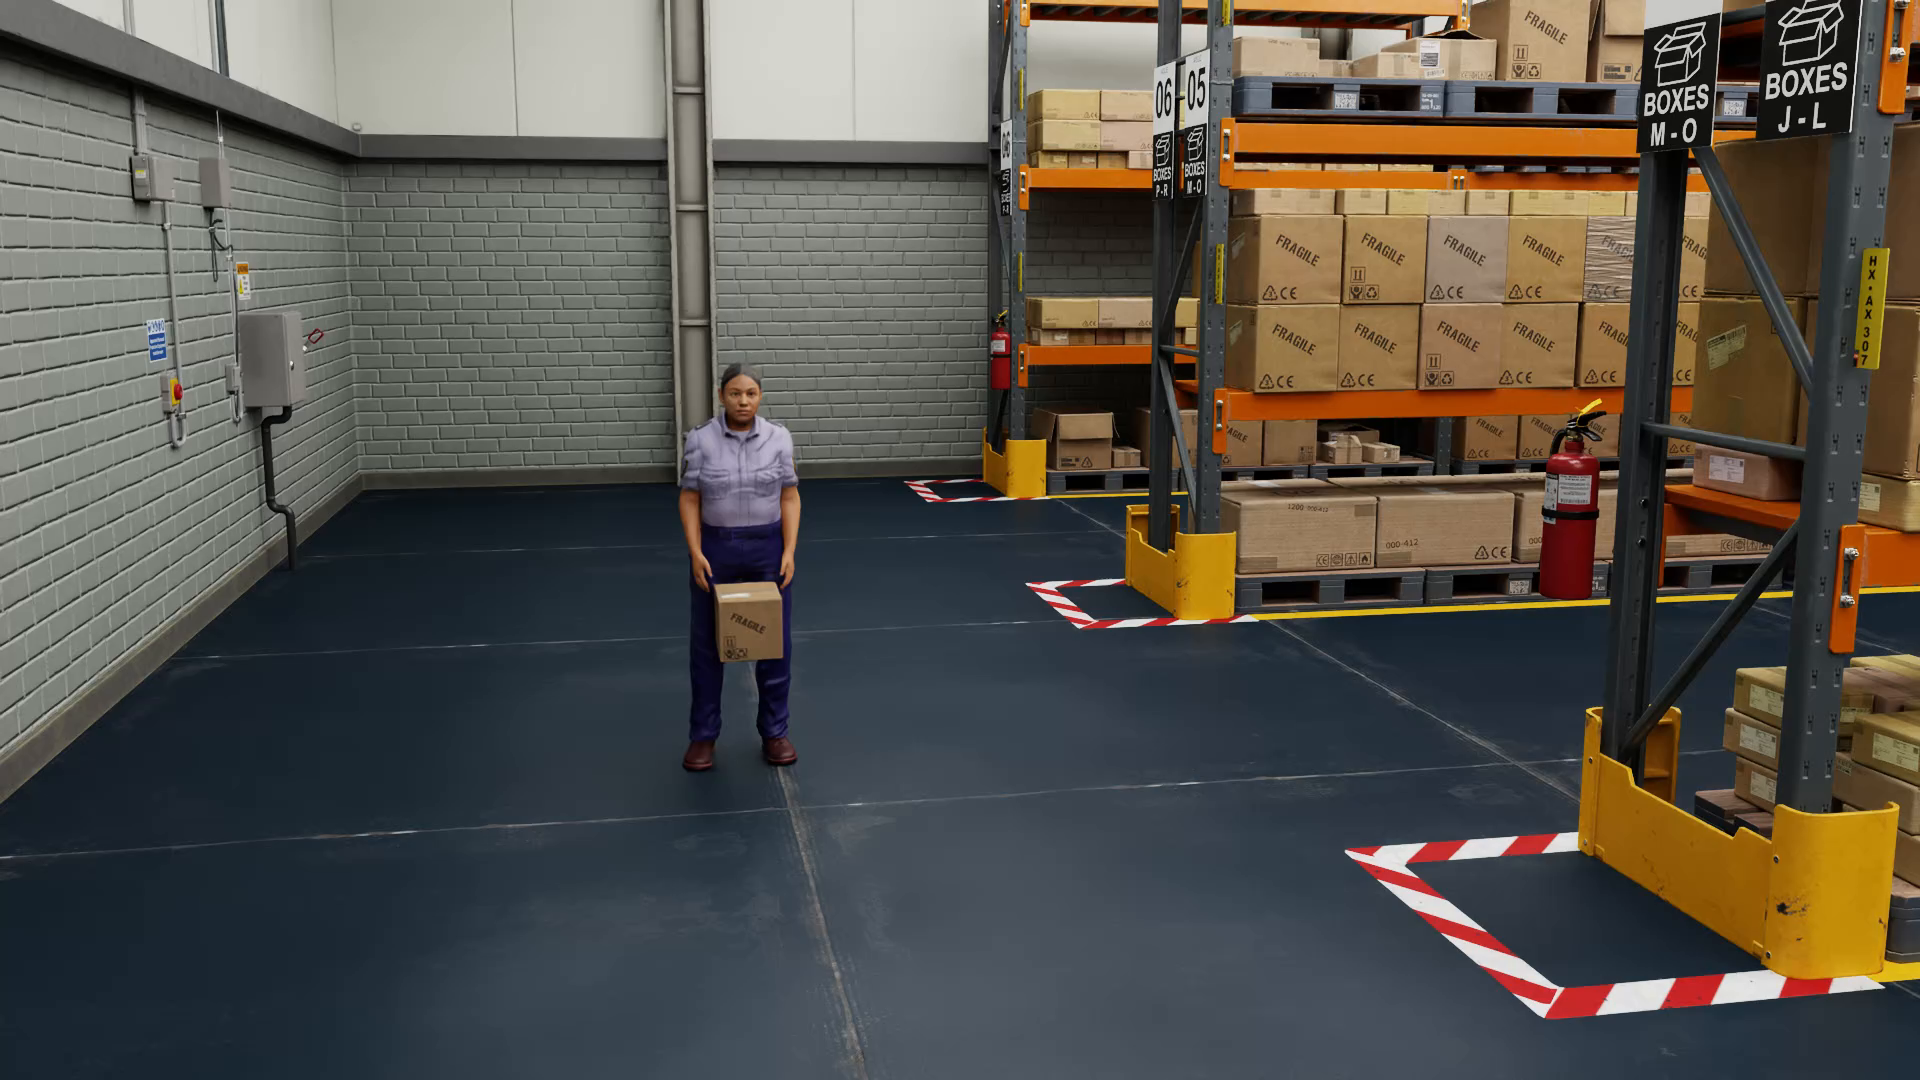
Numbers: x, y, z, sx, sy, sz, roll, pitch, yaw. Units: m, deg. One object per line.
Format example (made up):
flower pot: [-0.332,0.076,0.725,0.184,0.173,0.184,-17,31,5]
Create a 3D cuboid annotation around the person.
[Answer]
person: [-0.908,0.101,6.857,0.519,1.643,0.372,-2,10,-12]
